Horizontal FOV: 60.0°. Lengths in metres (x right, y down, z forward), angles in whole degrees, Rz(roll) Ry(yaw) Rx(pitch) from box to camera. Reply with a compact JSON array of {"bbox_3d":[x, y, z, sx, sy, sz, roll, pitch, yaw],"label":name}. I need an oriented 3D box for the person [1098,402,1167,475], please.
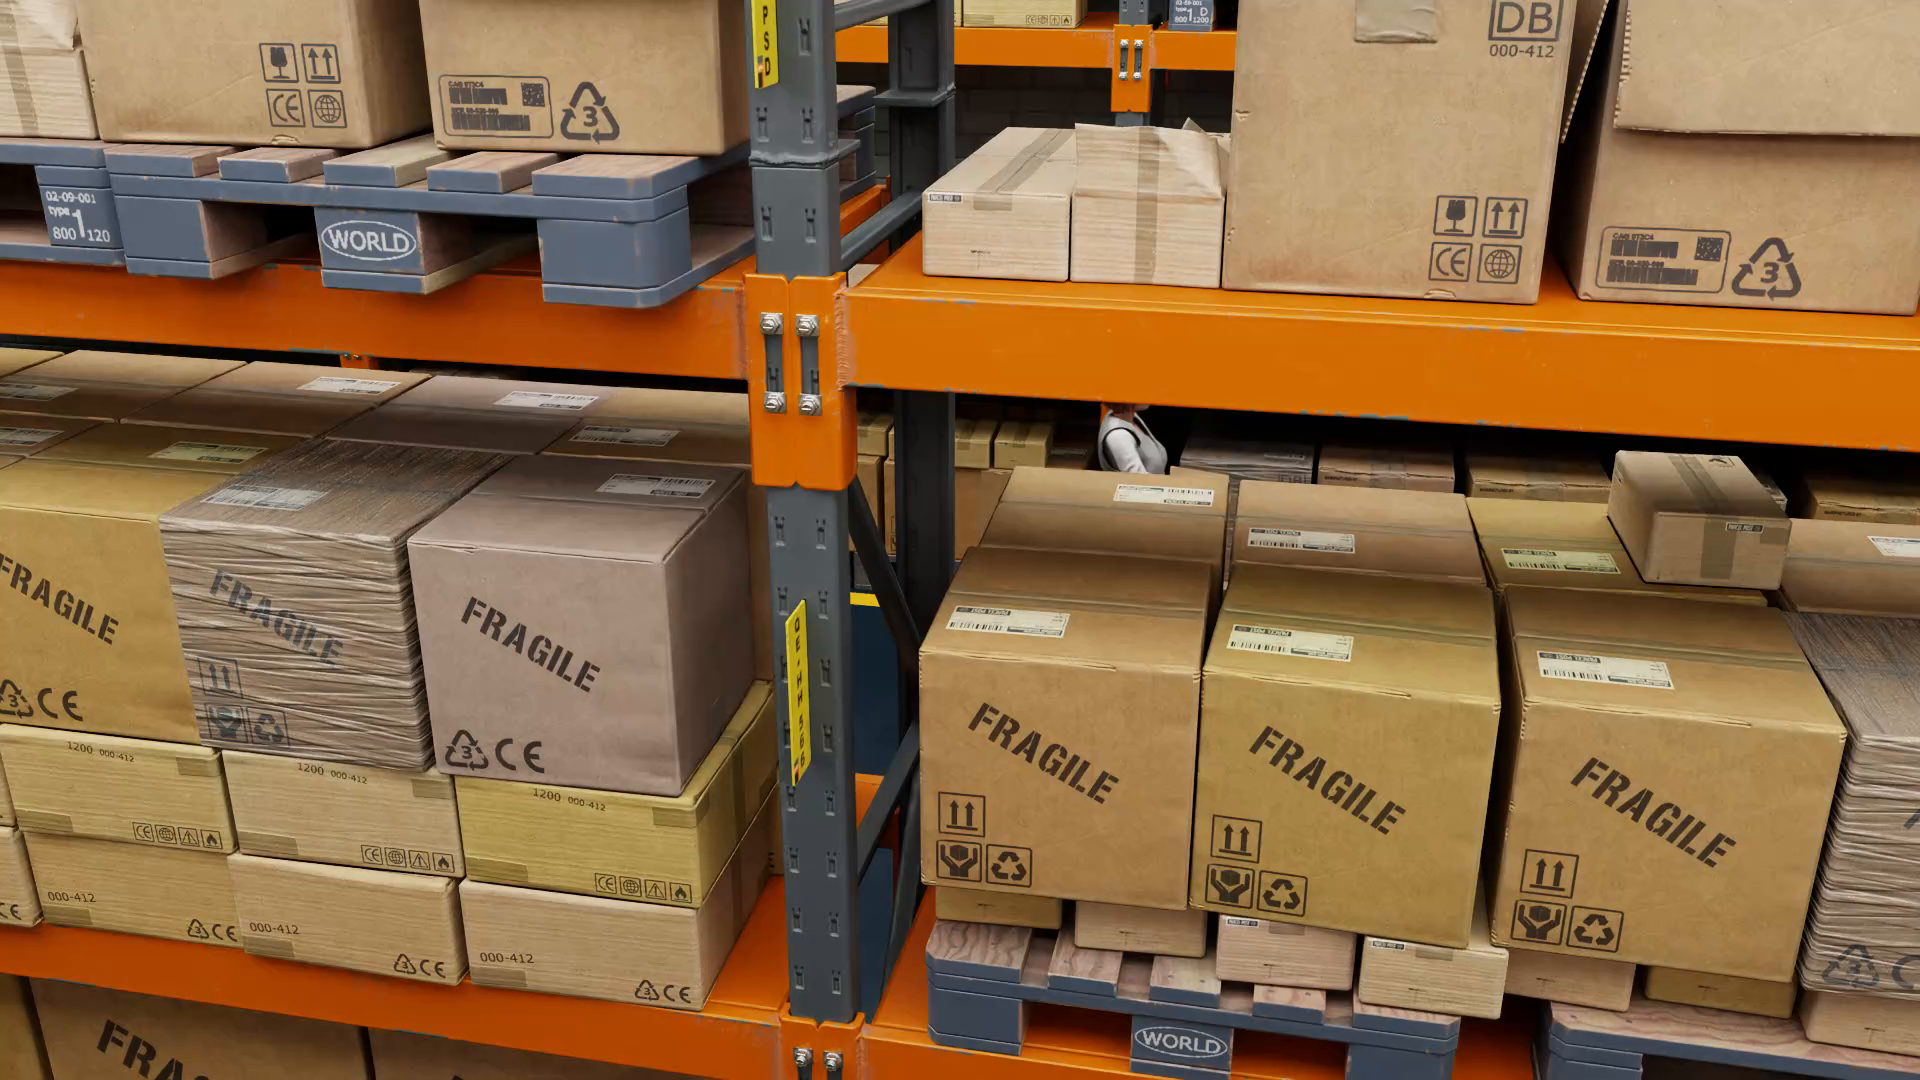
[{"bbox_3d":[0.804,0.015,7.073,0.492,1.591,0.404,3,22,8],"label":"person"}]
